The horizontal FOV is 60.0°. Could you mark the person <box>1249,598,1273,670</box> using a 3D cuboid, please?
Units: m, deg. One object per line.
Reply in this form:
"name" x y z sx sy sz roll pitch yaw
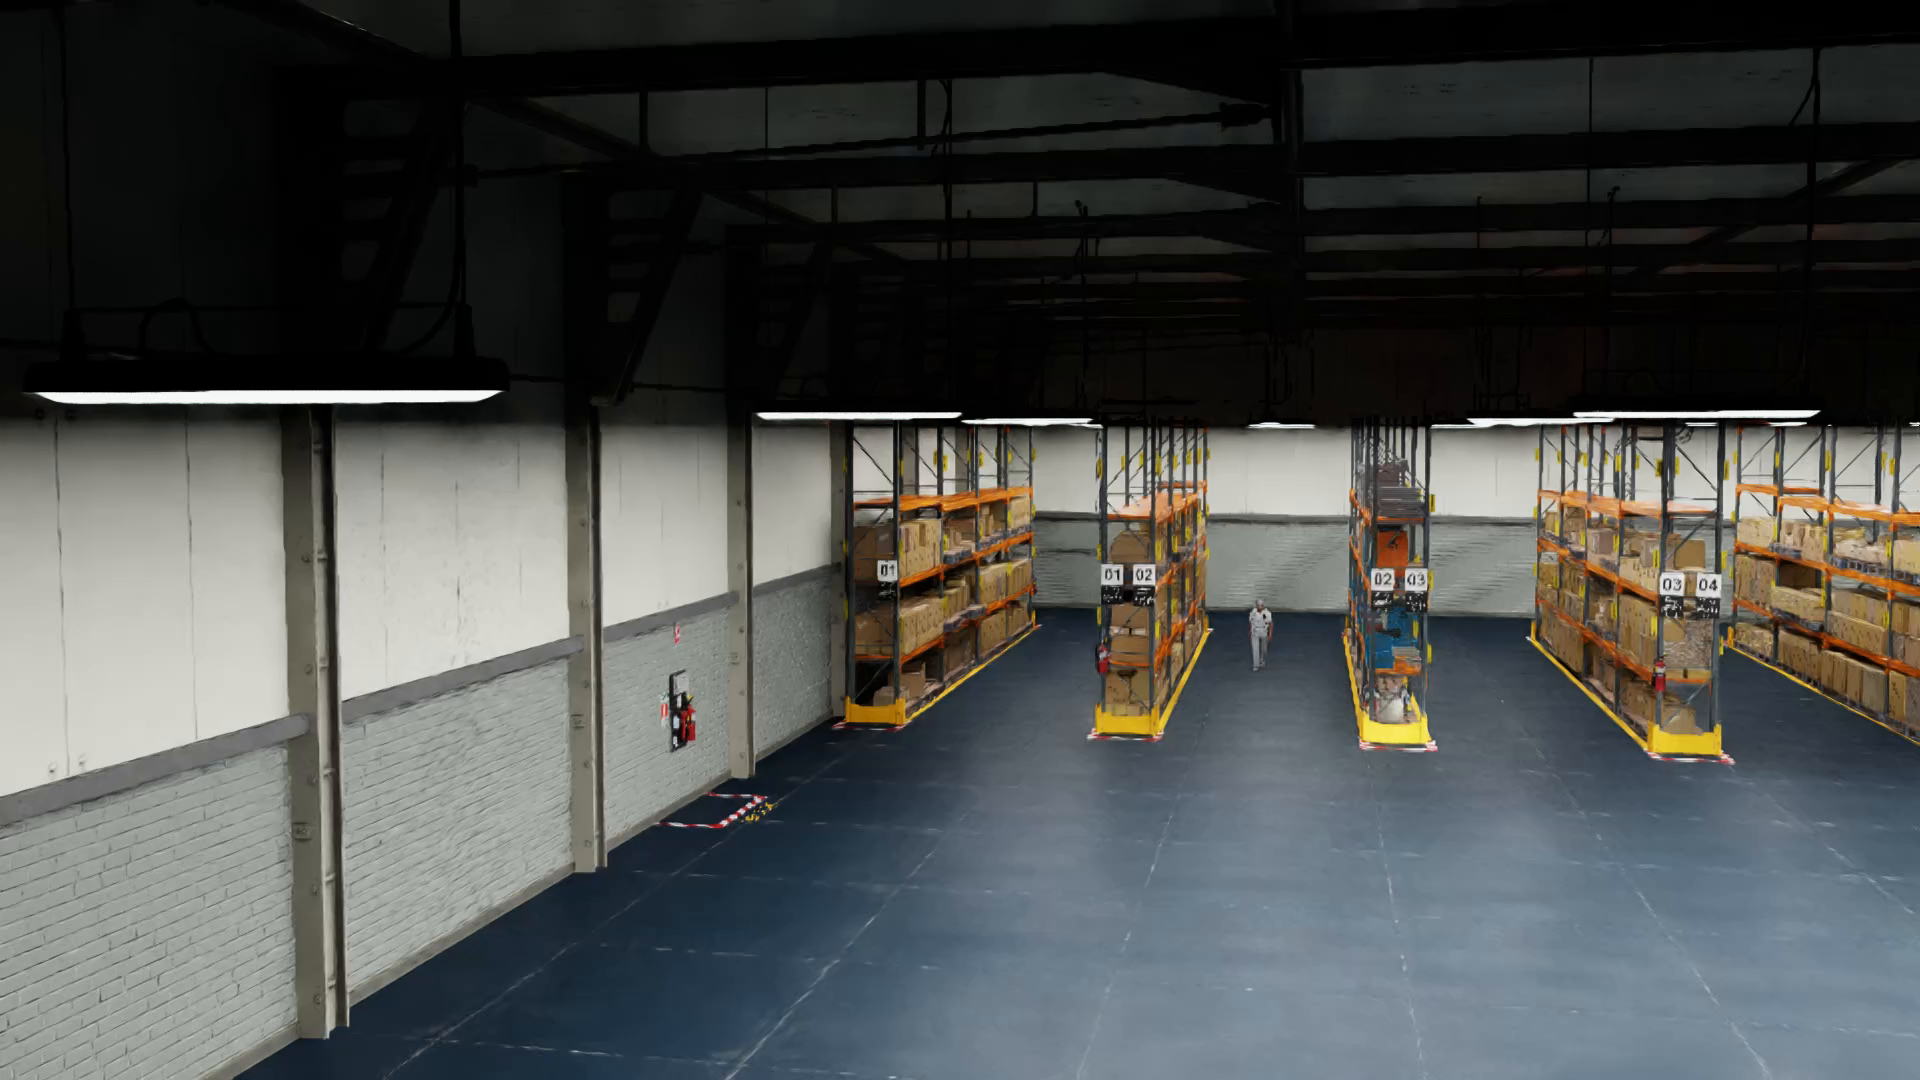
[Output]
"person" 7.169 2.223 39.618 0.554 1.712 1.040 1 4 11
